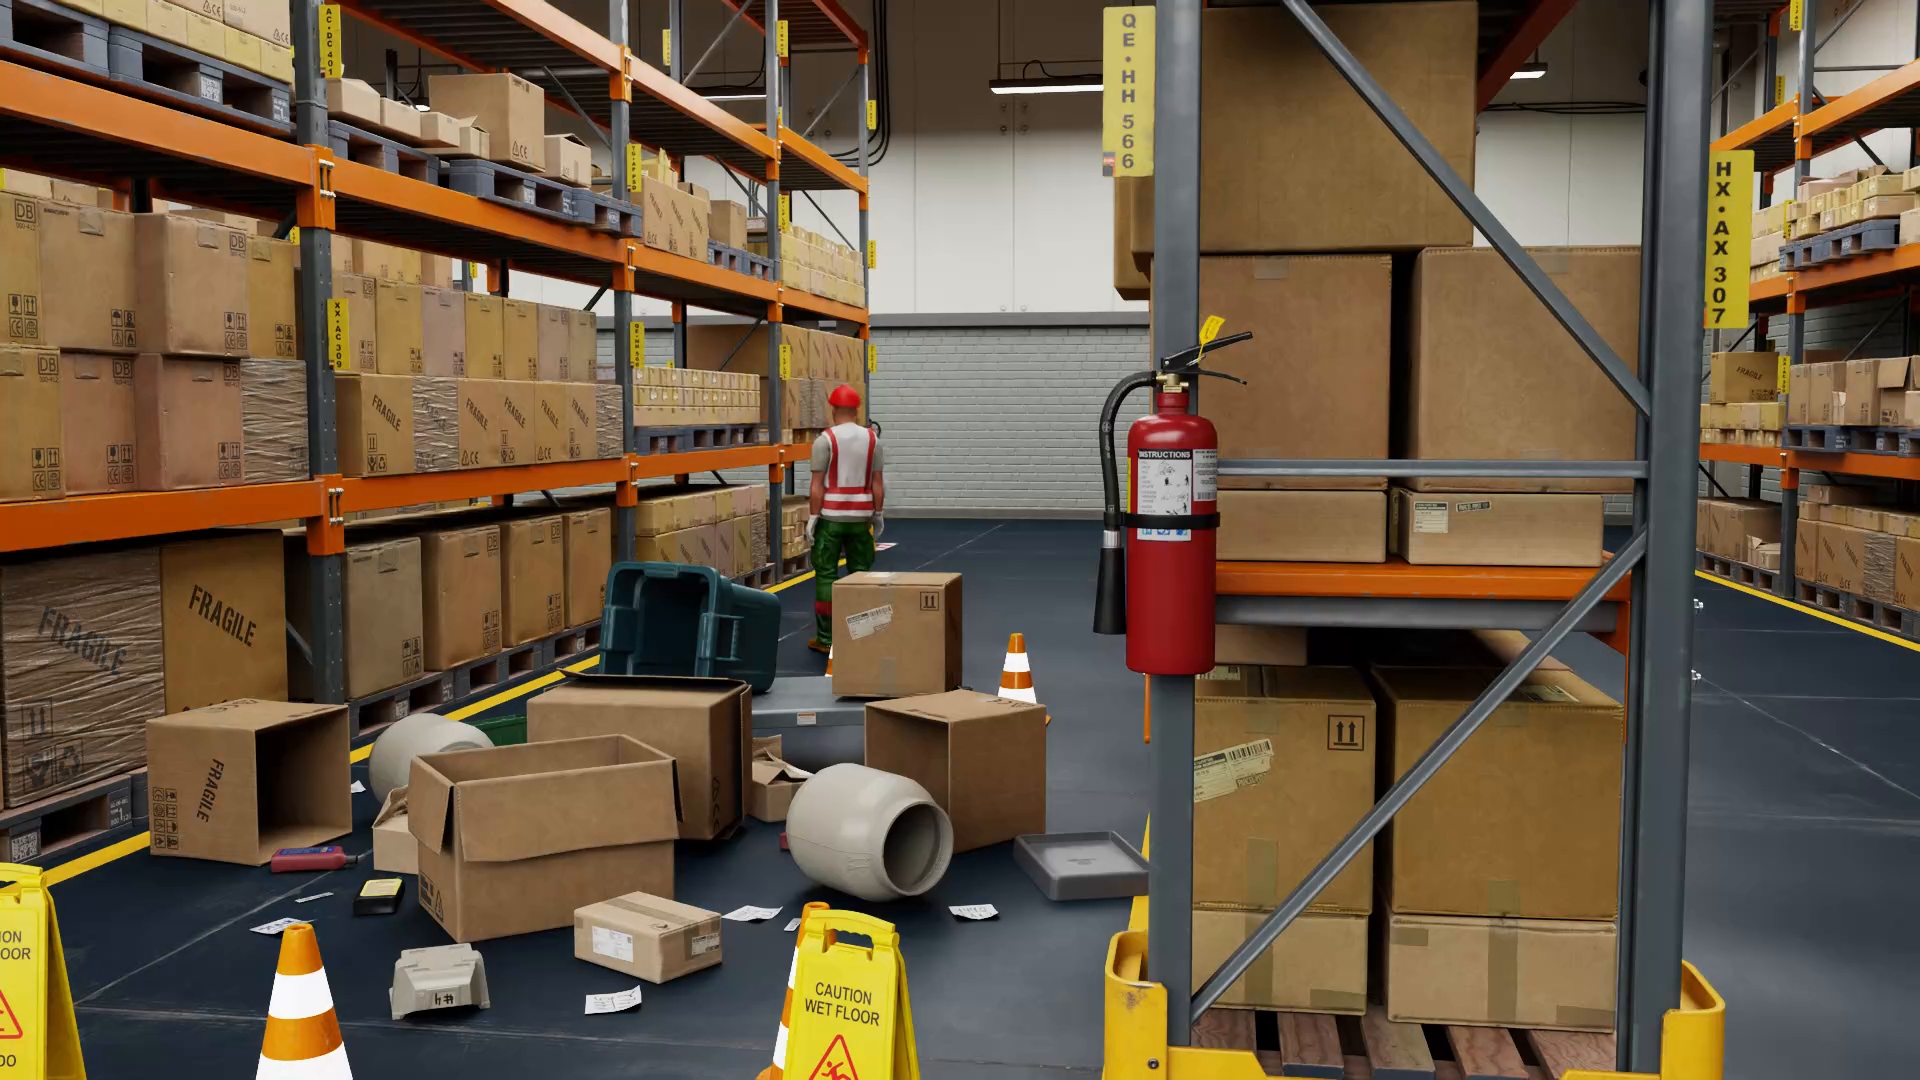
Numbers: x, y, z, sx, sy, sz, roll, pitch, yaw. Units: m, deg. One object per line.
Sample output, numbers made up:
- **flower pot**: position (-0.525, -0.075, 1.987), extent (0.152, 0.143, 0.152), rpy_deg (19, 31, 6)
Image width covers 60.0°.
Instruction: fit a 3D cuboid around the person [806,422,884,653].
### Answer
- **person**: position (-0.775, -0.017, 11.151), extent (0.572, 1.547, 0.572), rpy_deg (-2, 5, -27)
